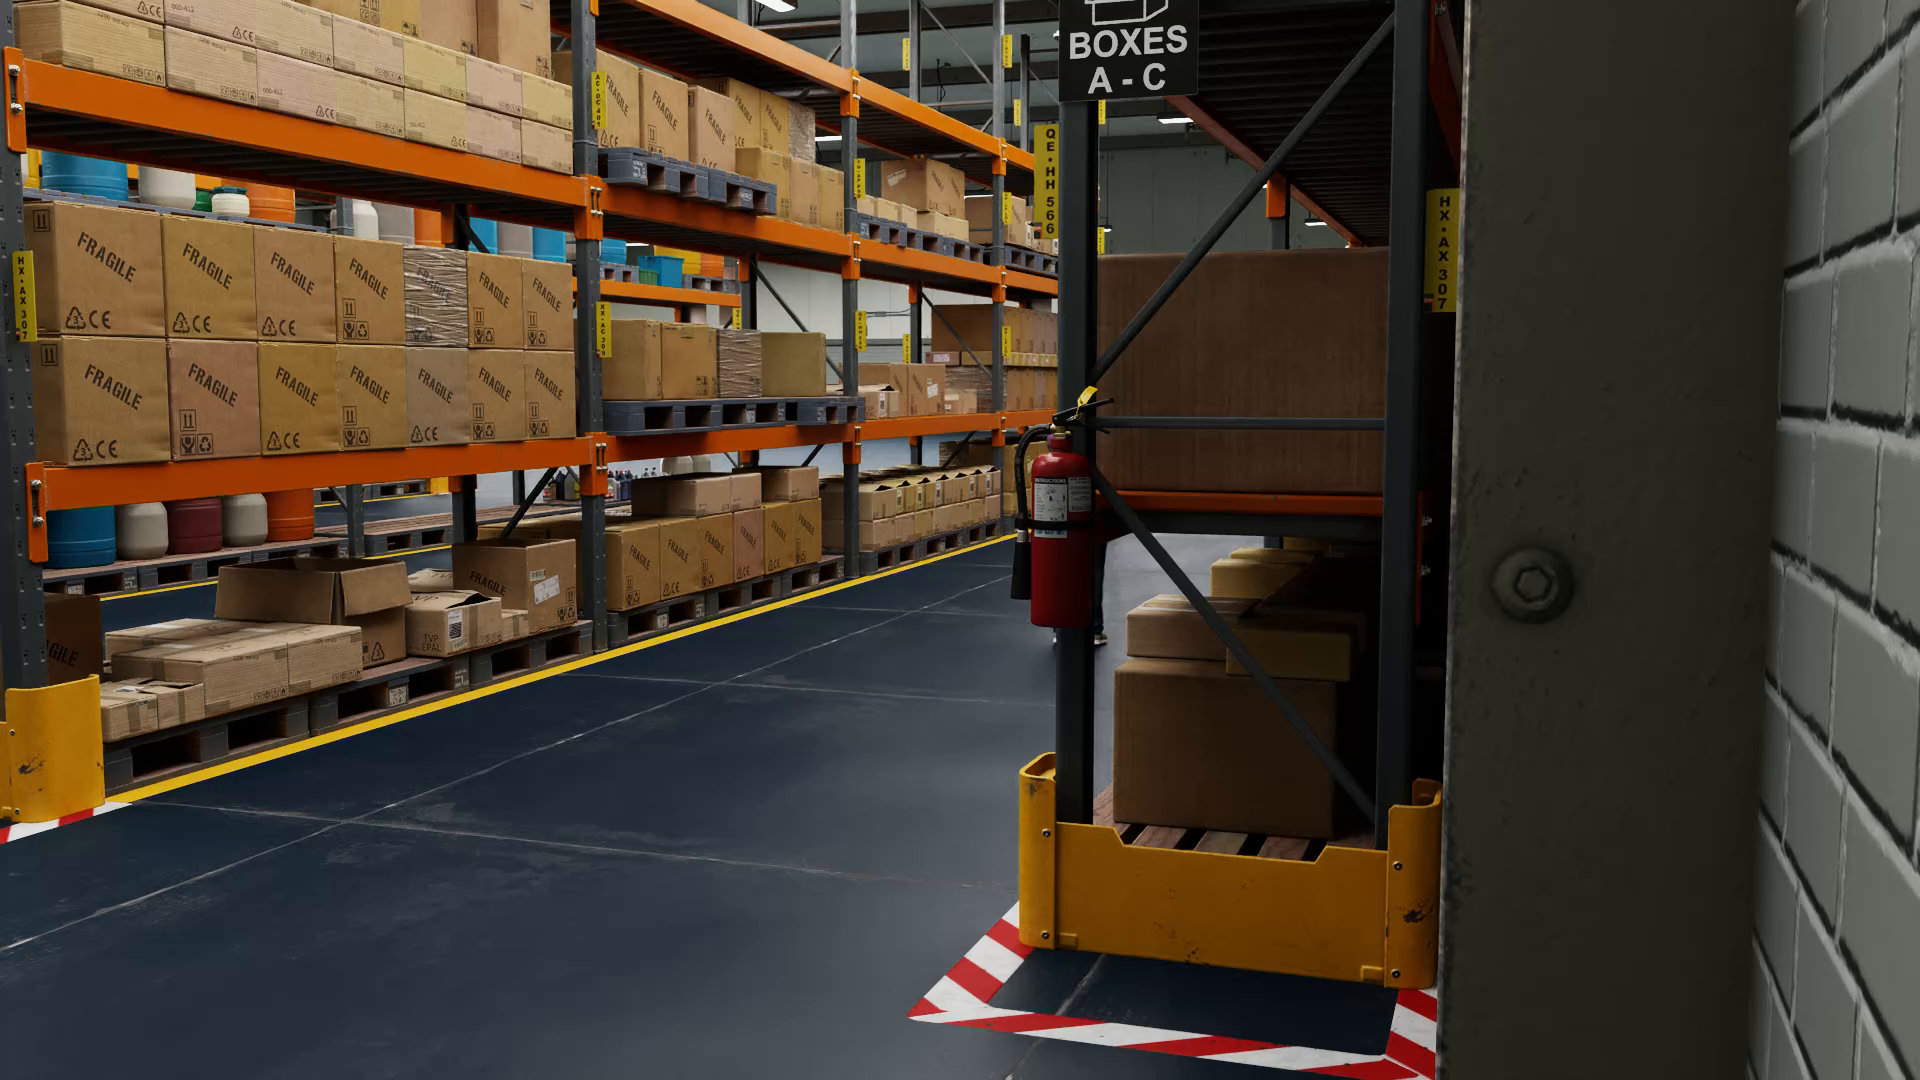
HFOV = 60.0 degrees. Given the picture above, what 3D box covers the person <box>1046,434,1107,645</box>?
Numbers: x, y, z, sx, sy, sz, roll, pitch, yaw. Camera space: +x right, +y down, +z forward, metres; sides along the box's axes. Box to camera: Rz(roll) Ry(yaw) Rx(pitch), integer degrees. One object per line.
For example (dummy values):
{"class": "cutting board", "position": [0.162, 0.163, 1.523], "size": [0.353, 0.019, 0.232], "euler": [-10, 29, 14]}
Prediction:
{"class": "person", "position": [0.752, -0.150, 10.351], "size": [0.408, 1.589, 0.490], "euler": [2, 6, 19]}
